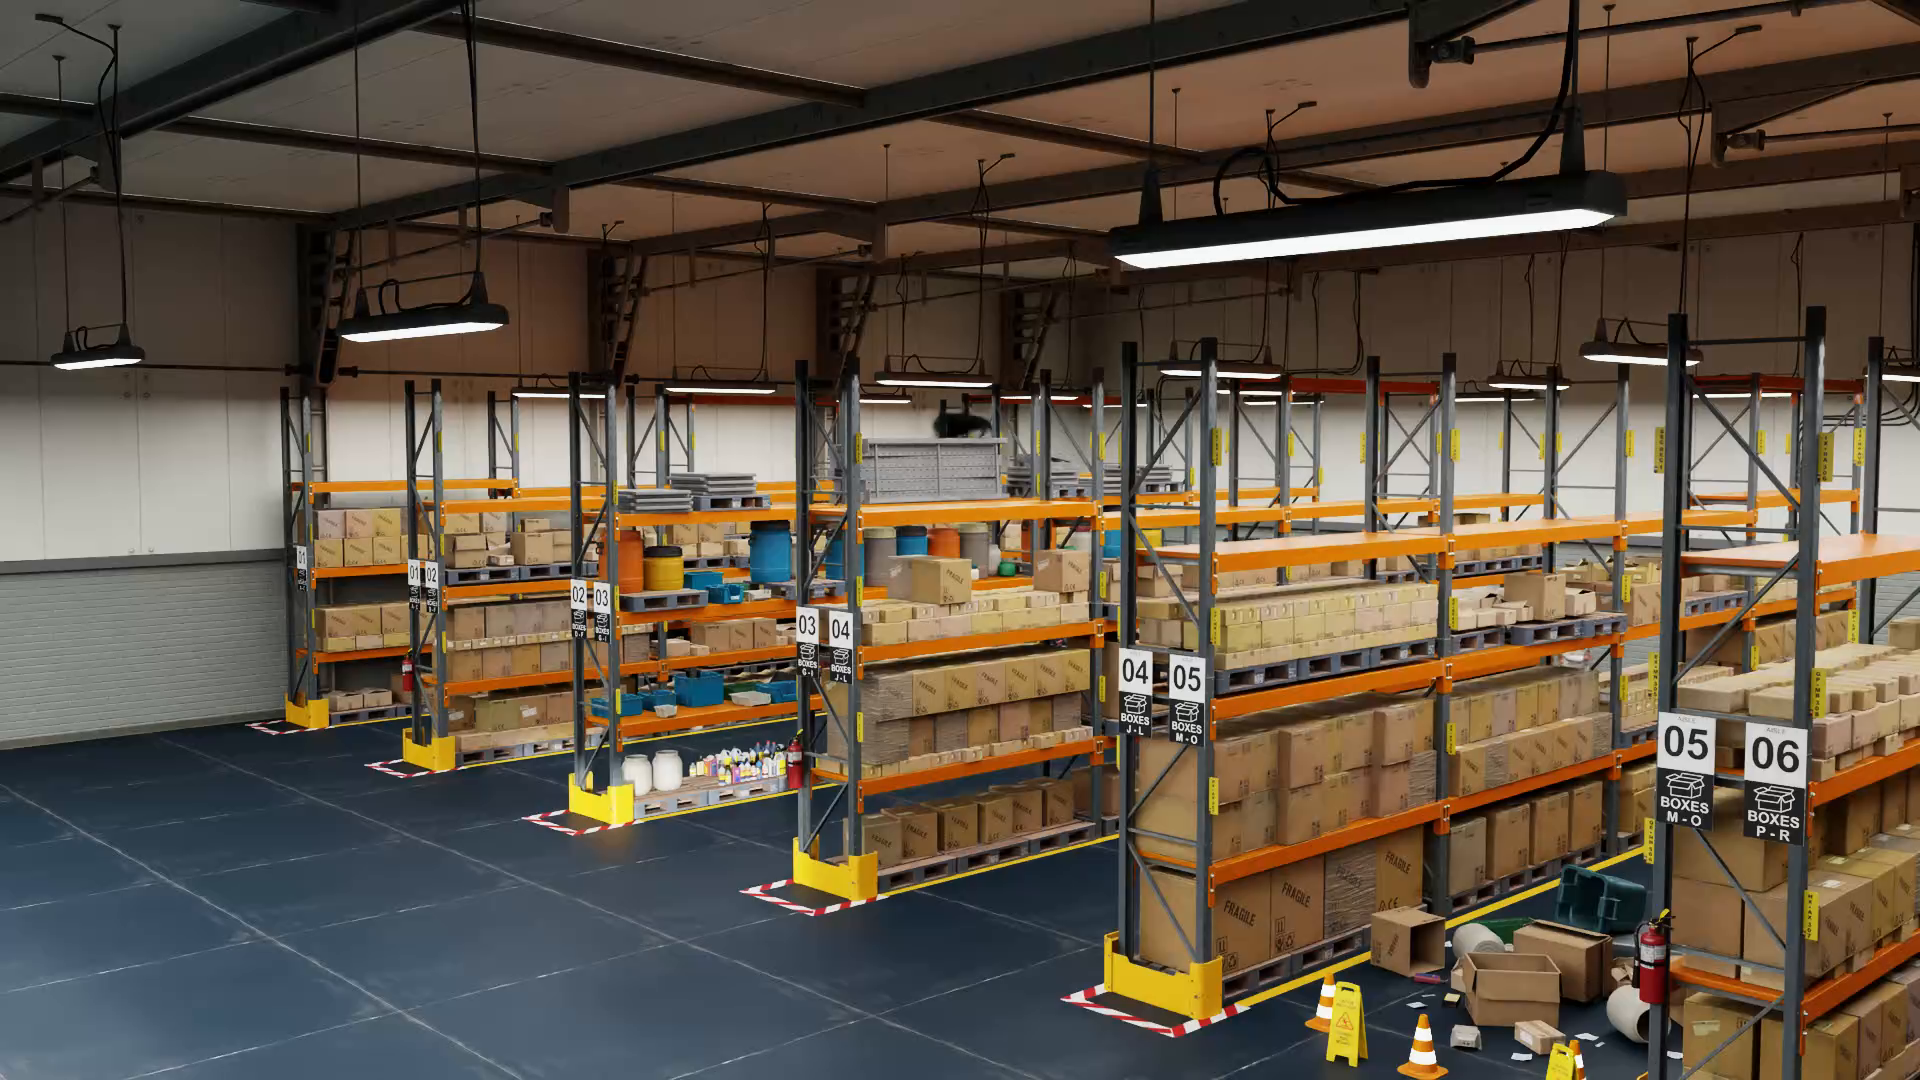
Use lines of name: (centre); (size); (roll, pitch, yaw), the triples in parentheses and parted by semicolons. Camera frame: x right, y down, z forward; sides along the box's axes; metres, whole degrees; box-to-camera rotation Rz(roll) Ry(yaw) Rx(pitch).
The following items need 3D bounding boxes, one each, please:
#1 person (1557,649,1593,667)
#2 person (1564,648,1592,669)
person: (11.369, 2.378, 30.783); (0.571, 1.670, 0.847); (-1, 4, -18)
person: (11.172, 2.413, 30.277); (0.791, 1.811, 0.750); (-2, 4, -34)
